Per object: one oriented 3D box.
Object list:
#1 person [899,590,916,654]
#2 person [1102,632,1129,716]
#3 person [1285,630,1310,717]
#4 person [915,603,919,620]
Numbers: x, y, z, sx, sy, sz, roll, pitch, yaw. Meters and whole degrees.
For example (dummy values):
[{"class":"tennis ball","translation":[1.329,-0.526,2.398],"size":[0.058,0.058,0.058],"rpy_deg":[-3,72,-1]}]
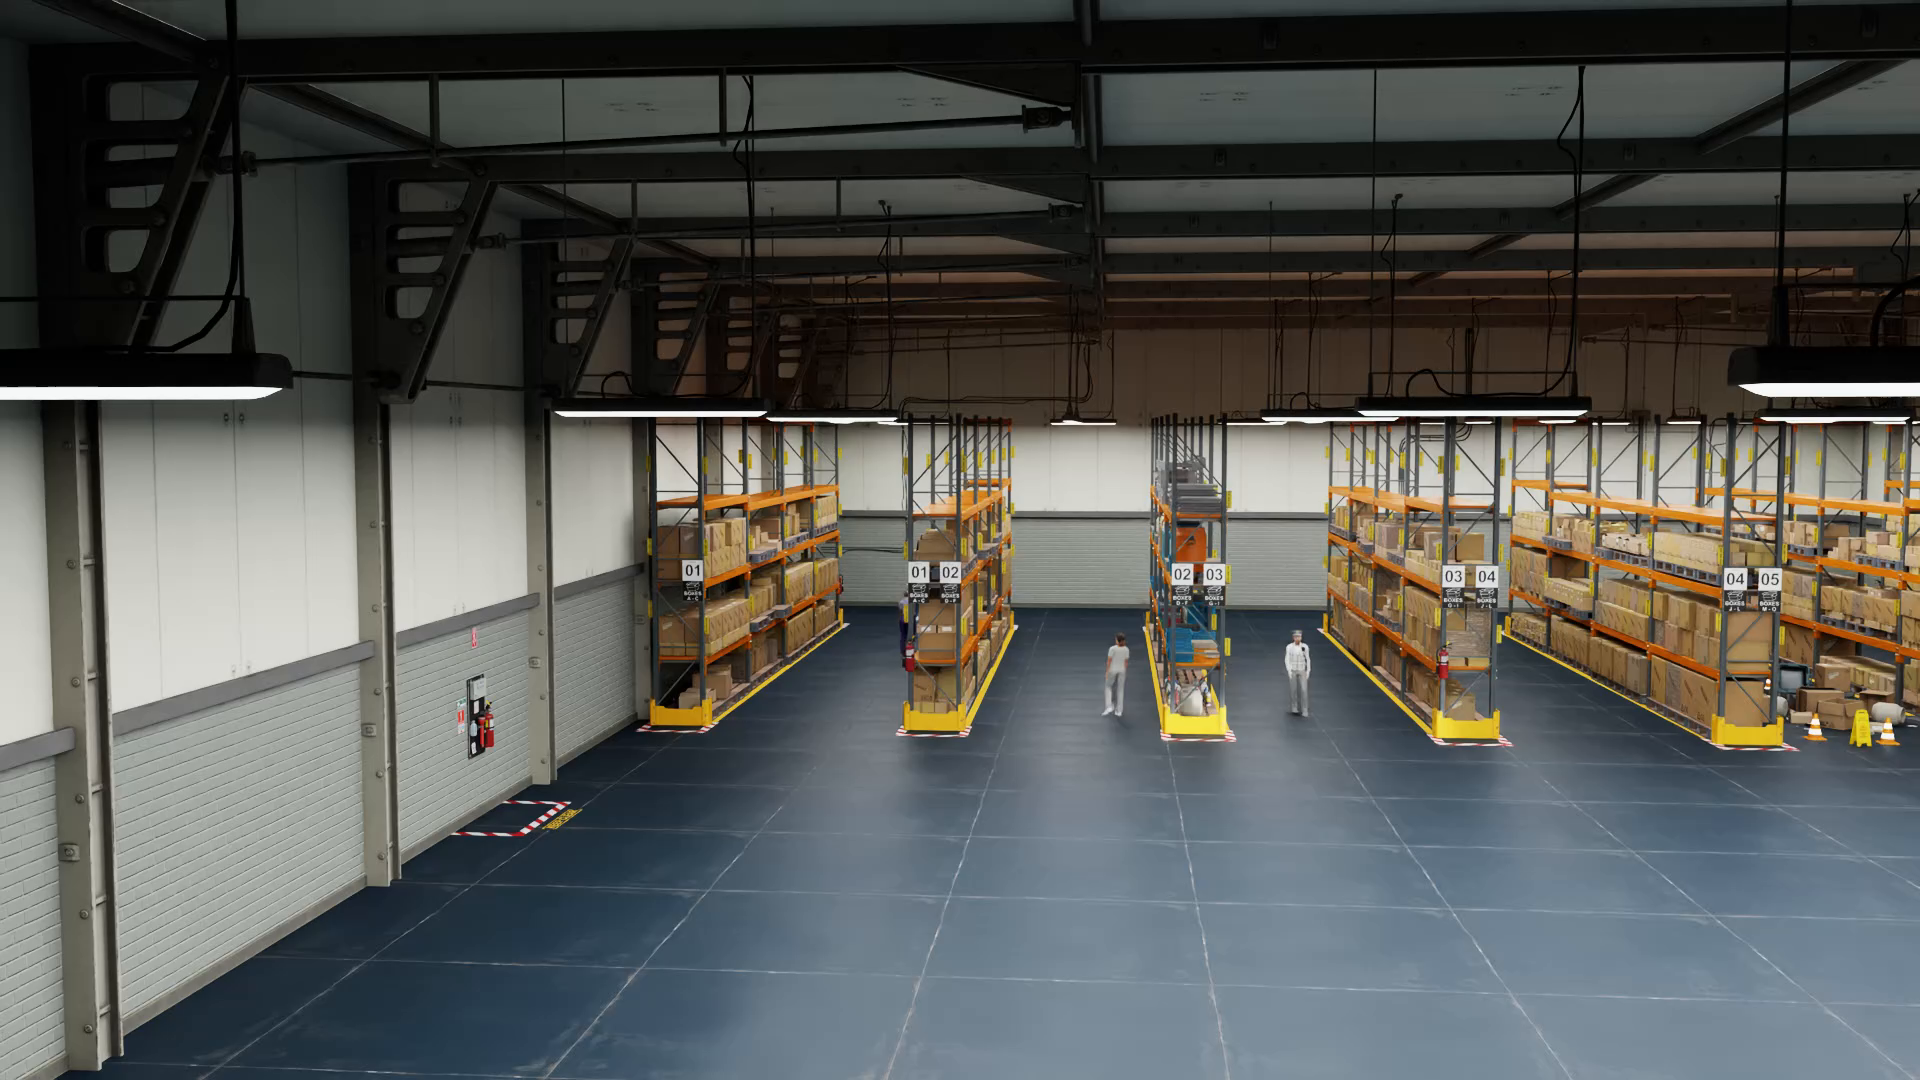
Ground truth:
[{"class":"person","translation":[-1.343,2.108,42.025],"size":[0.501,1.707,0.599],"rpy_deg":[2,4,30]},{"class":"person","translation":[3.108,2.677,33.093],"size":[0.523,1.692,0.506],"rpy_deg":[0,4,-5]},{"class":"person","translation":[6.745,2.662,33.224],"size":[0.501,1.710,0.603],"rpy_deg":[1,4,16]},{"class":"person","translation":[-1.188,1.592,49.606],"size":[0.443,1.528,1.025],"rpy_deg":[0,4,1]}]
